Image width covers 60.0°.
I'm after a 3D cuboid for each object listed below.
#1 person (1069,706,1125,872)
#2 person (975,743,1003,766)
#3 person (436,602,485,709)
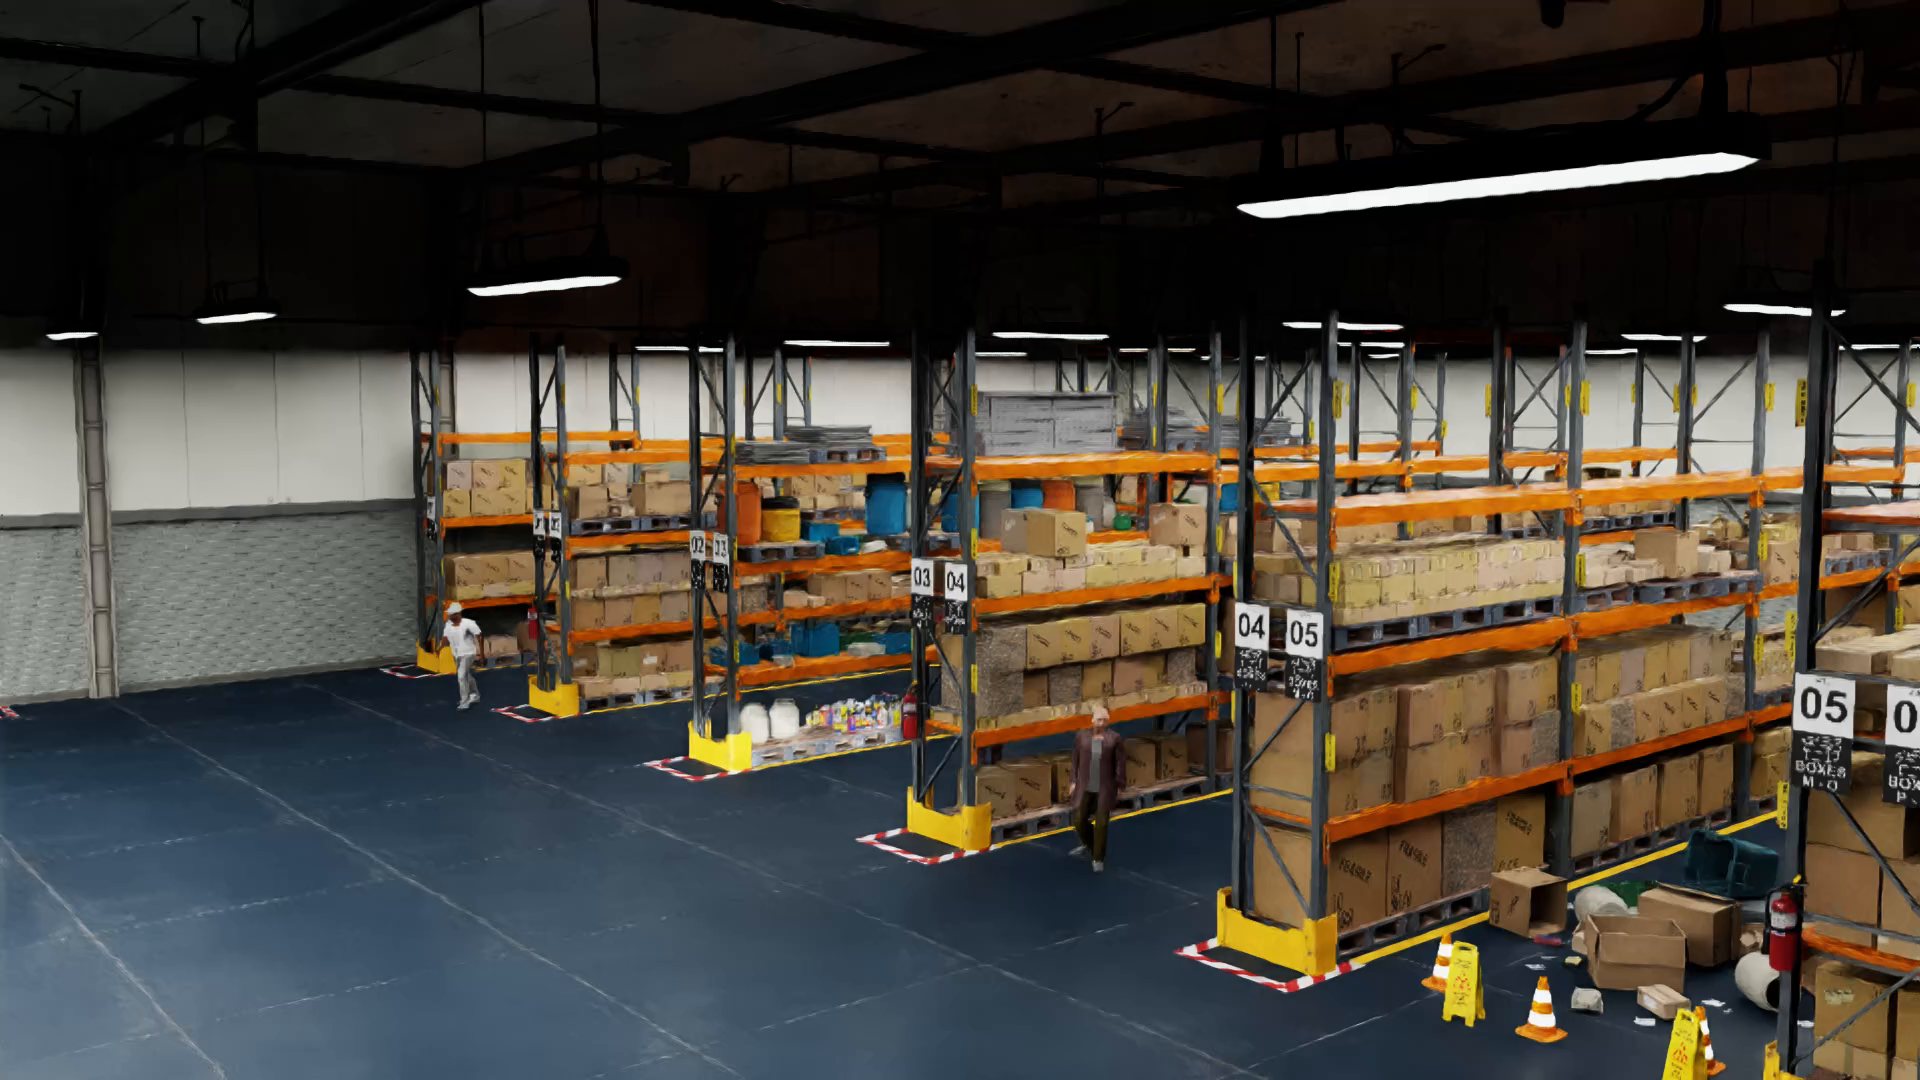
[{"bbox_3d":[1.476,2.635,17.873,0.619,1.769,0.599,1,5,15],"label":"person"},{"bbox_3d":[0.353,2.341,21.120,0.627,1.718,0.569,-1,5,-12],"label":"person"},{"bbox_3d":[-7.985,1.835,26.742,0.714,1.697,0.823,3,6,33],"label":"person"}]
